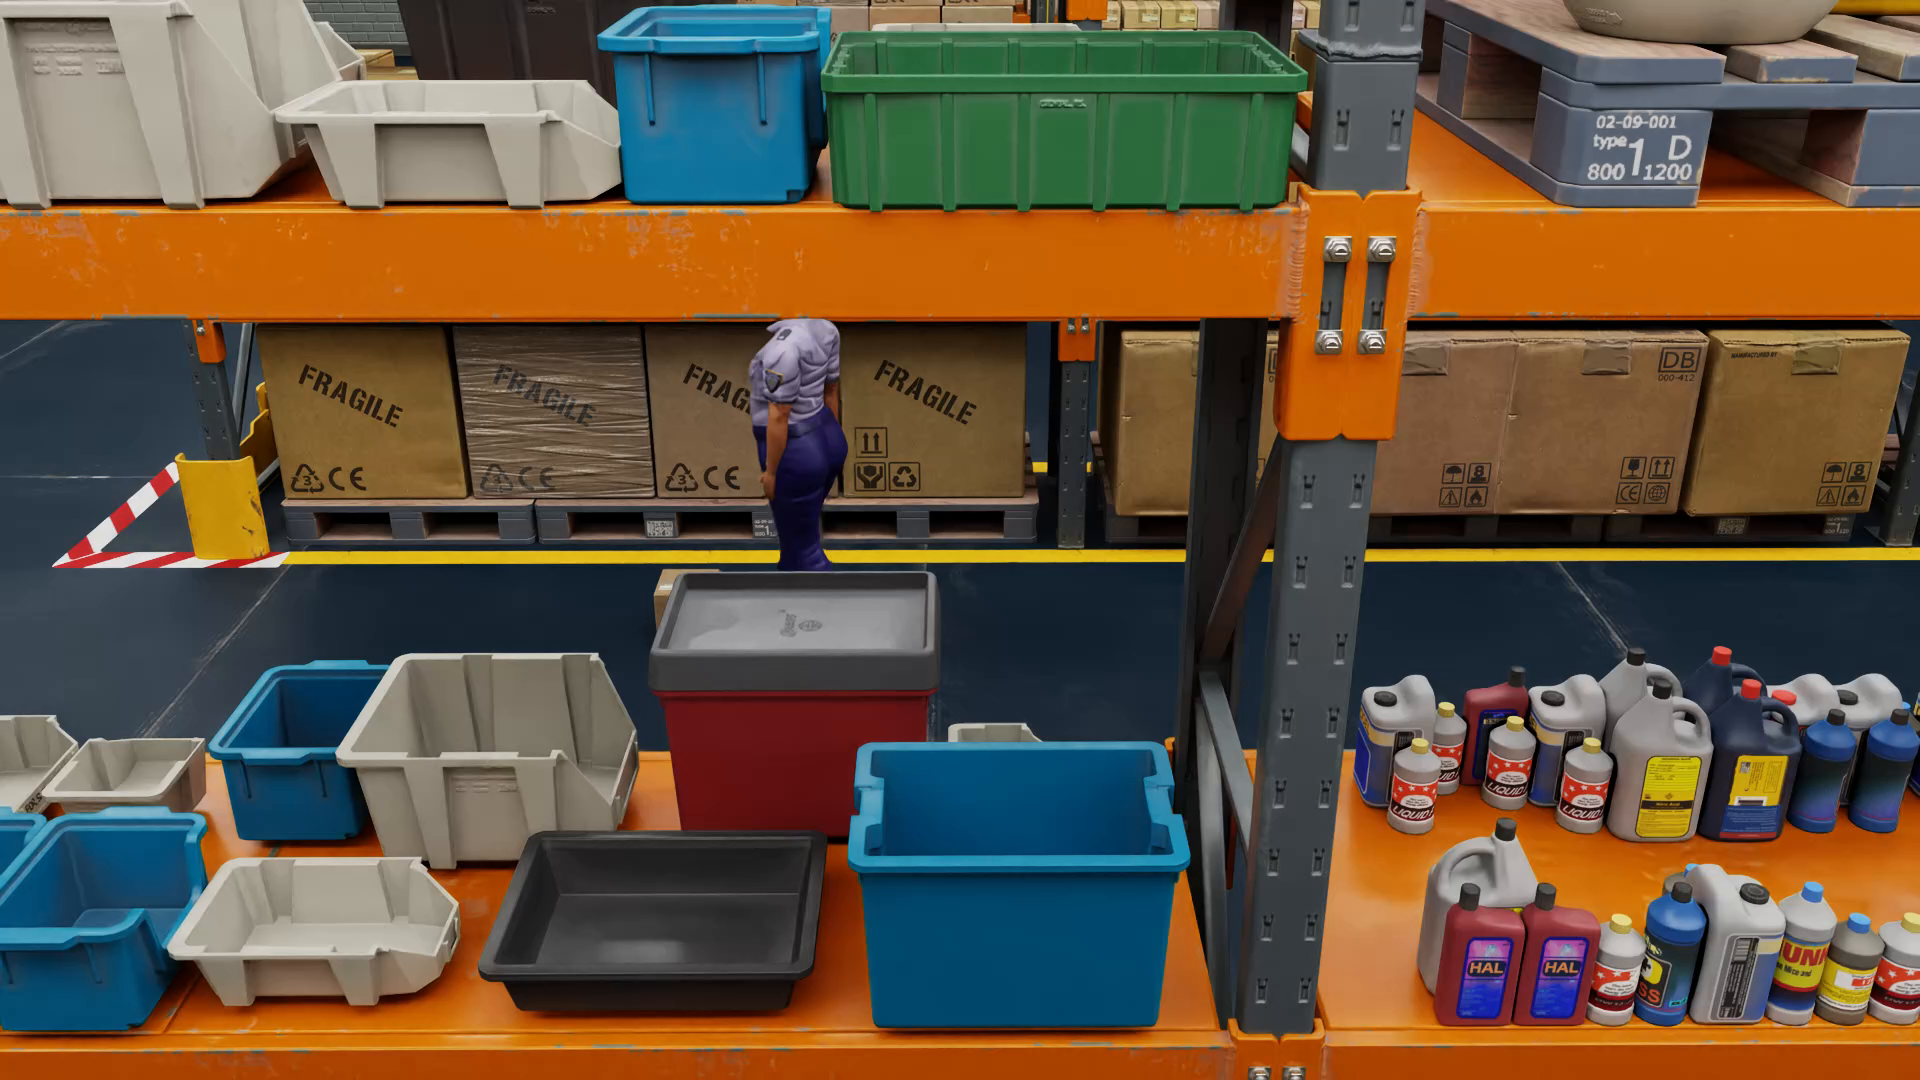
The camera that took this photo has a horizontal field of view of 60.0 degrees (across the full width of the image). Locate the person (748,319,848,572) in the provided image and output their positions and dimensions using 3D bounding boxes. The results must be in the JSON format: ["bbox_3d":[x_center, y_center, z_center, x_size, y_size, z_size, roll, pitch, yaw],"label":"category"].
[{"bbox_3d":[-0.723,-0.346,6.903,0.631,1.620,0.470,10,26,22],"label":"person"}]
